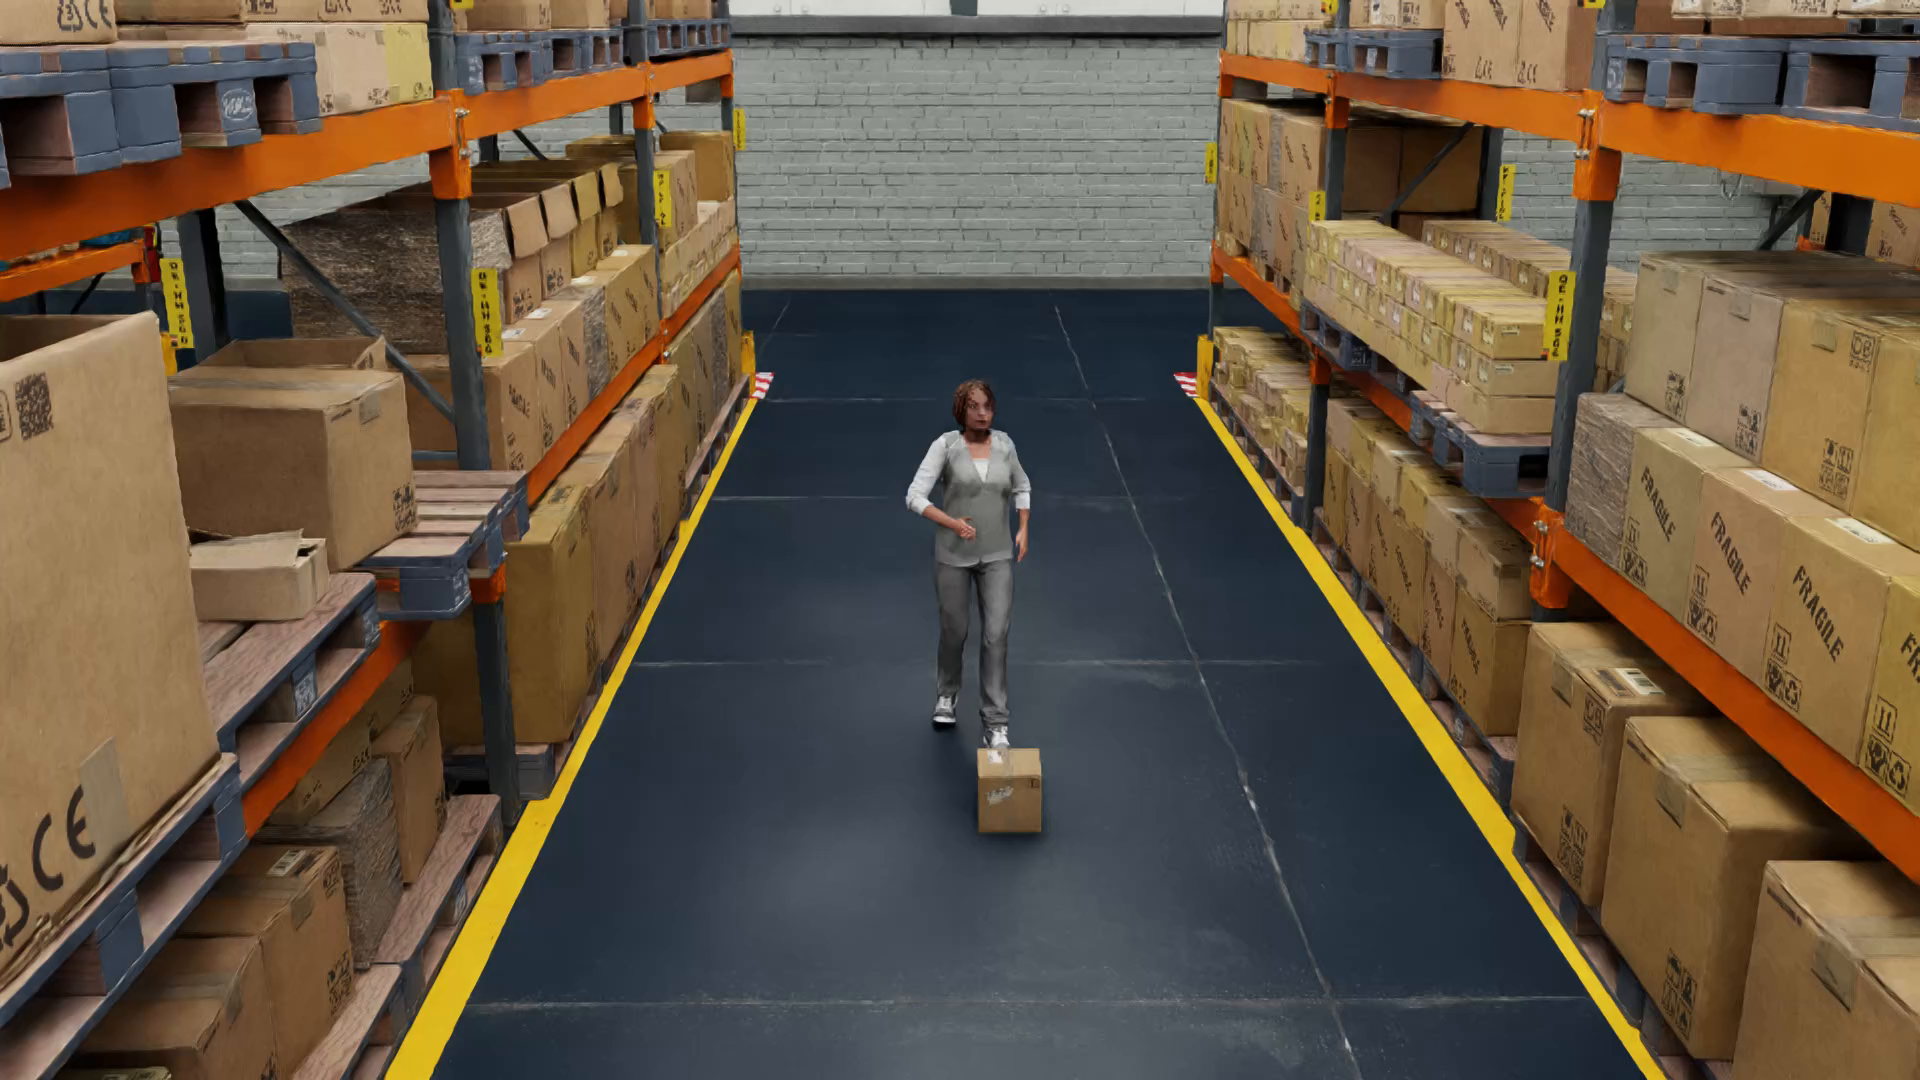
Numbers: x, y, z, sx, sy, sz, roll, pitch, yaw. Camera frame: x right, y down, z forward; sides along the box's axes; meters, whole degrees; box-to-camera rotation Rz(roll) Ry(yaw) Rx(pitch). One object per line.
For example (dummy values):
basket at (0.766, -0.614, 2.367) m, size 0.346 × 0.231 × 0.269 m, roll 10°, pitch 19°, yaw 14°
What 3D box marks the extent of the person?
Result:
person at (0.086, 0.112, 7.169) m, size 0.551 × 1.584 × 0.700 m, roll -4°, pitch 18°, yaw -12°
